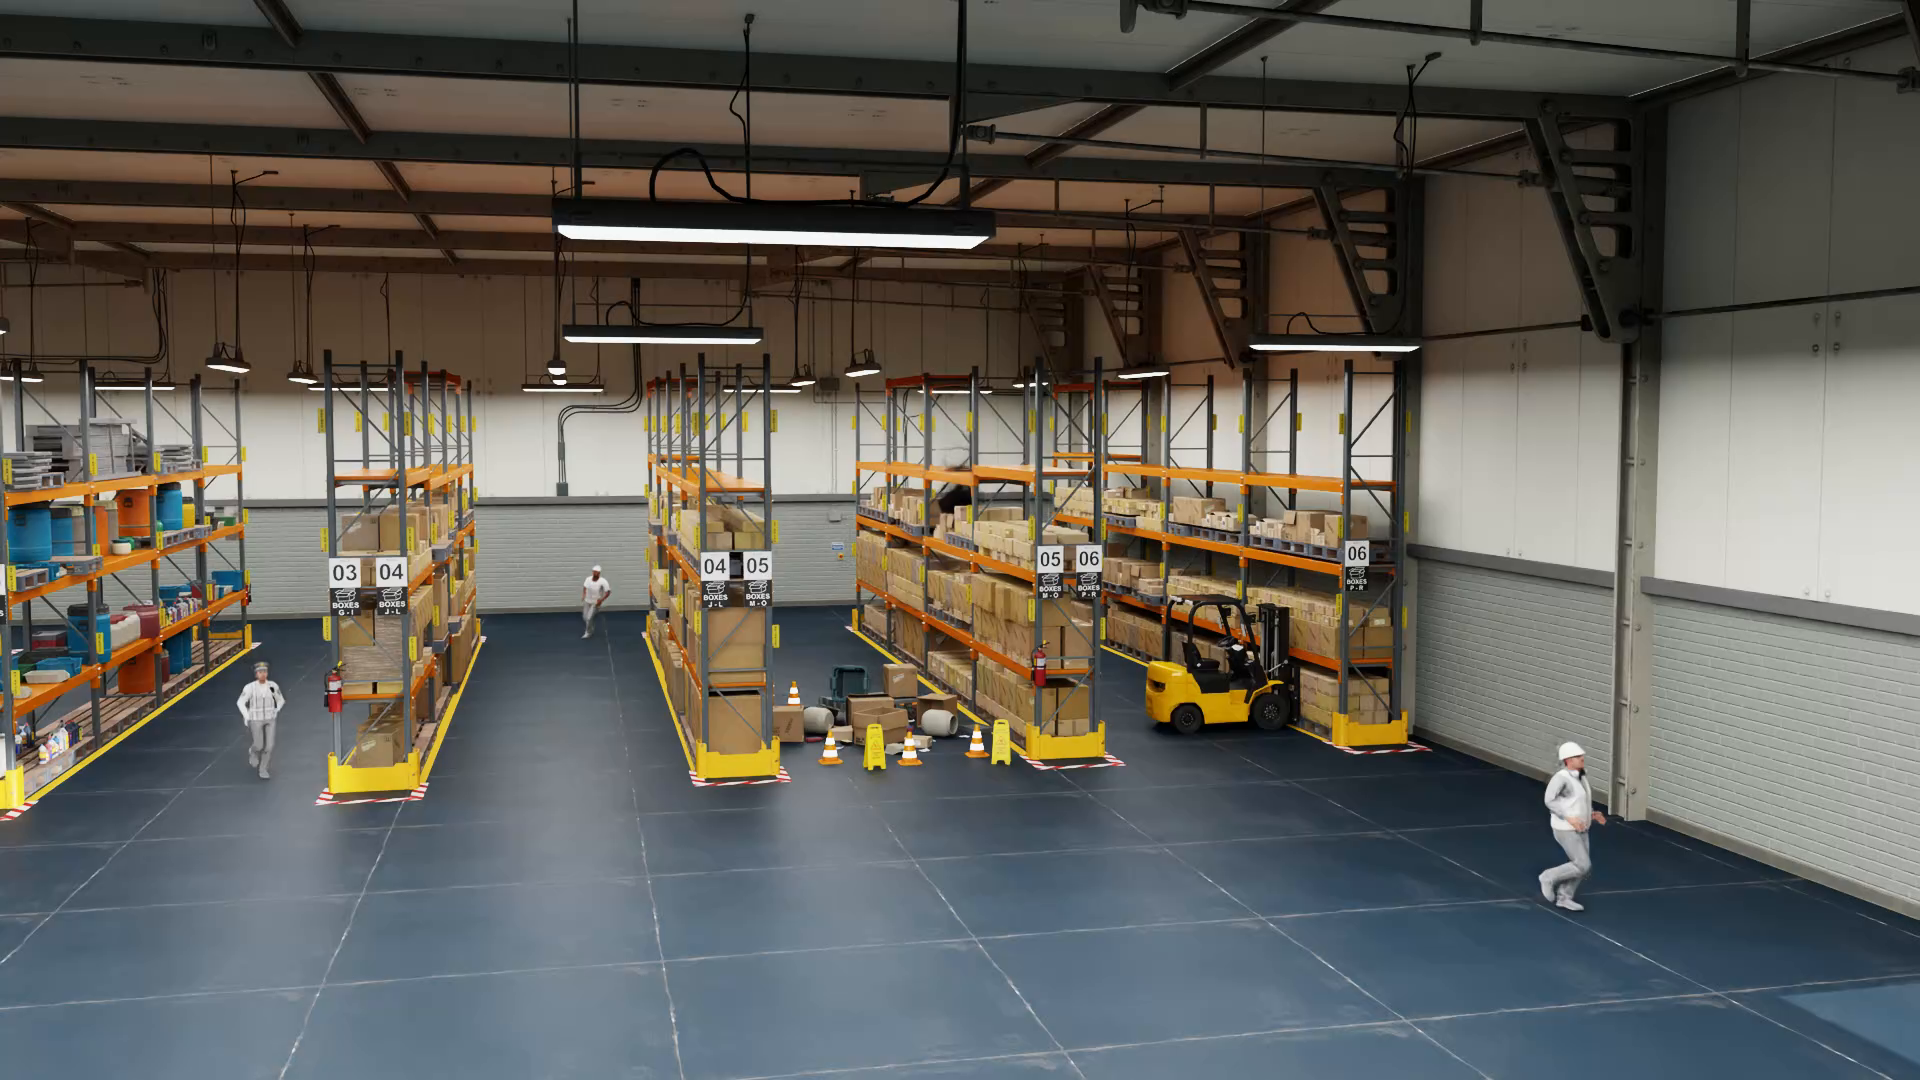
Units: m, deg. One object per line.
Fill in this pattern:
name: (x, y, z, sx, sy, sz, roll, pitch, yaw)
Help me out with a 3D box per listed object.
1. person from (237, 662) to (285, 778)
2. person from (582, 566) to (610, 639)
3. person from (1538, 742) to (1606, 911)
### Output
person: (-9.877, 2.542, 23.557, 0.614, 1.650, 0.552, -3, 5, -34)
person: (-8.518, 1.444, 38.894, 0.740, 1.704, 0.609, 1, 4, 16)
person: (6.301, 2.945, 17.122, 0.577, 1.726, 0.643, 4, 6, 44)
